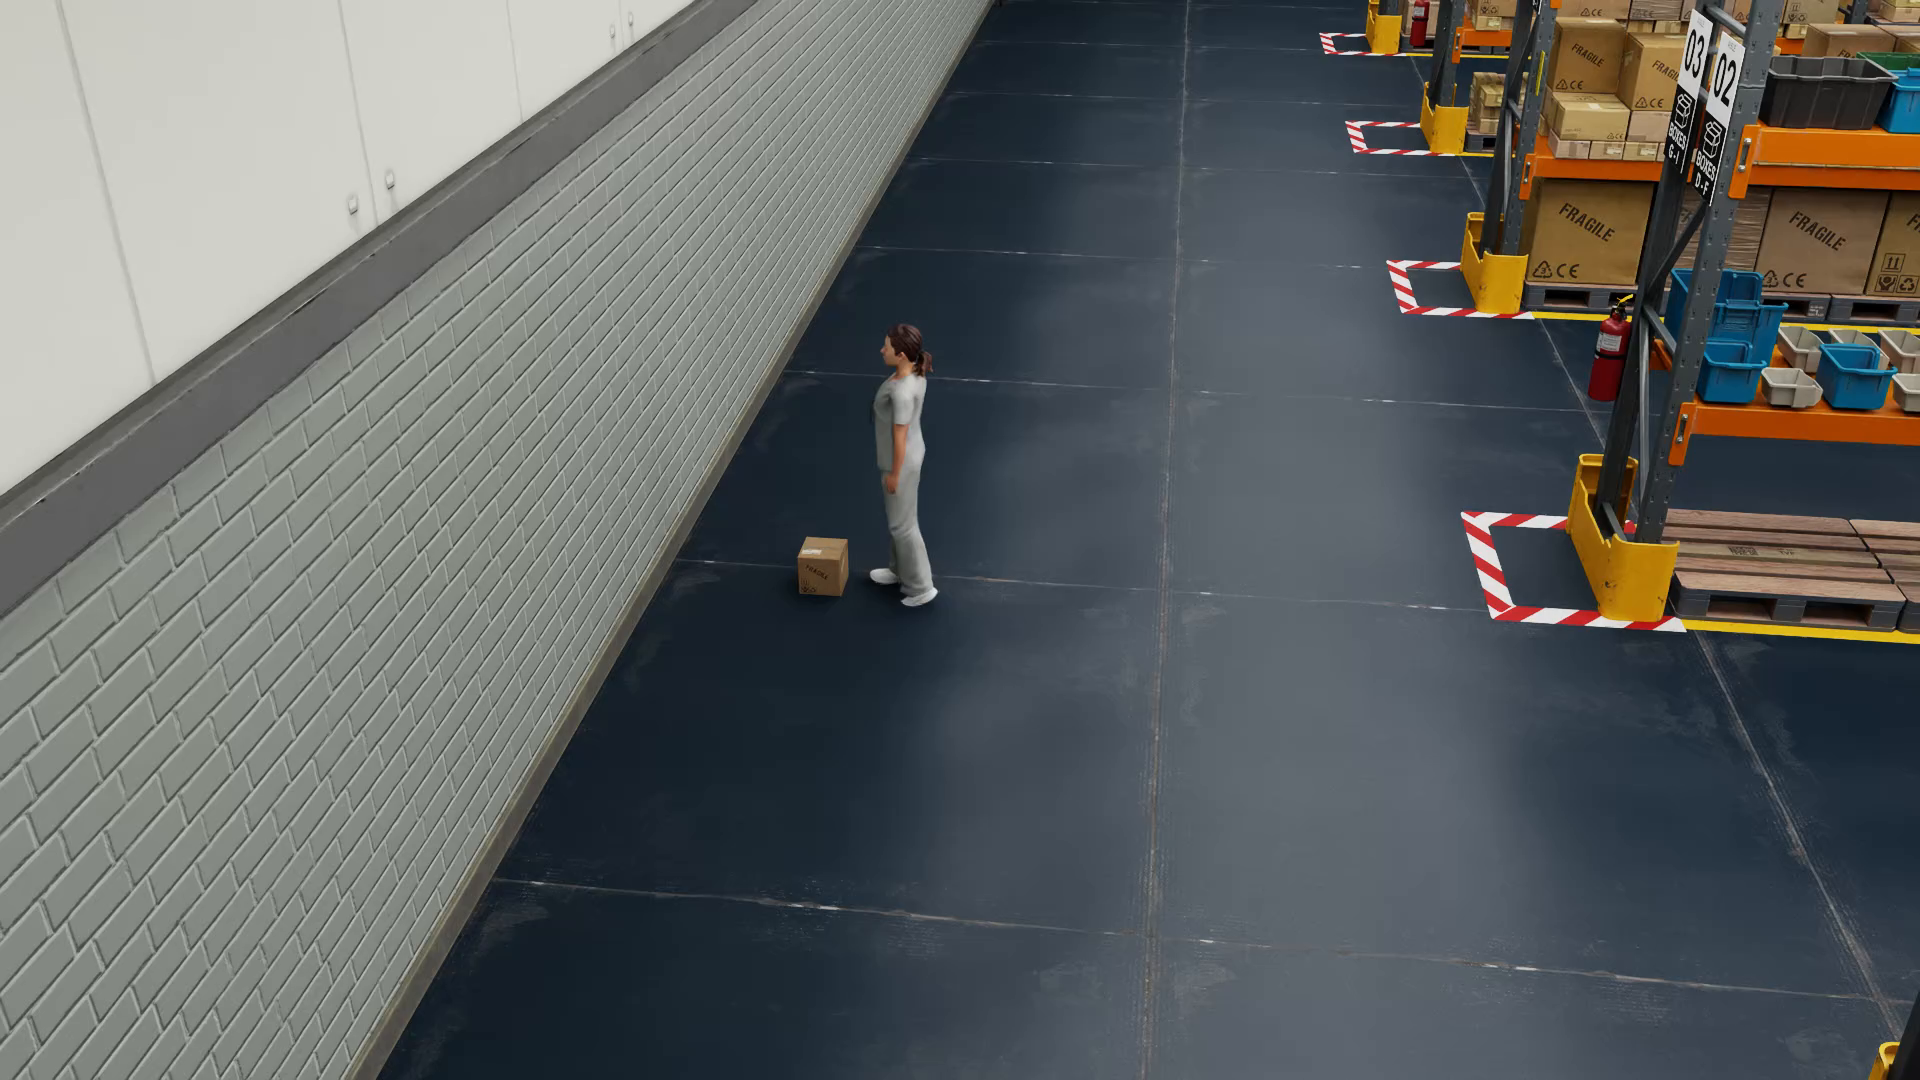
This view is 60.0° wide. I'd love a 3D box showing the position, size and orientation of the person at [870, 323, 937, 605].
[{"bbox_3d":[-0.334,-0.409,9.448,0.438,1.732,0.441,4,29,7],"label":"person"}]
